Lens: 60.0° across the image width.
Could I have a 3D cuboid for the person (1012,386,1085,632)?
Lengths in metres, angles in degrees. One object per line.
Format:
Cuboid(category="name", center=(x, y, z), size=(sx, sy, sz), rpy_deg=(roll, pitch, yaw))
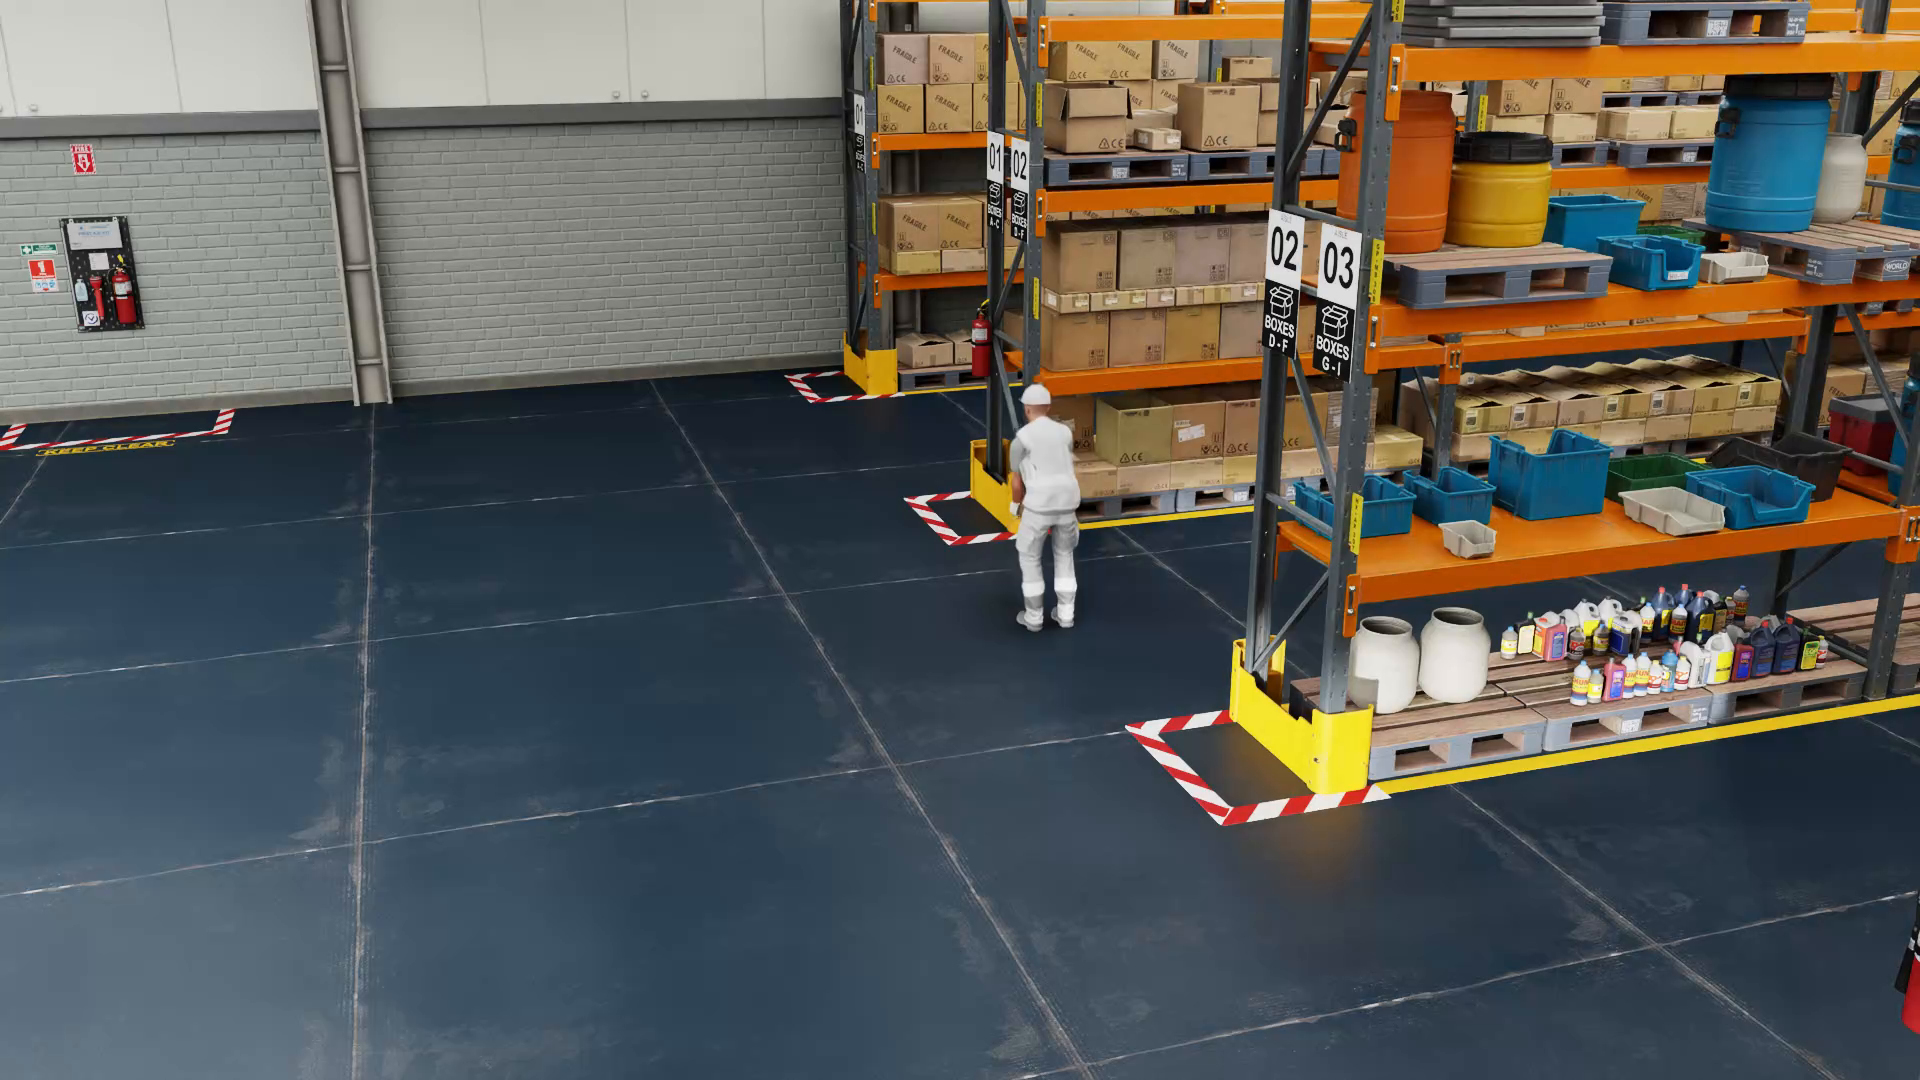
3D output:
Cuboid(category="person", center=(0.588, -0.258, 11.787), size=(0.494, 1.782, 0.570), rpy_deg=(-6, 20, -16))
